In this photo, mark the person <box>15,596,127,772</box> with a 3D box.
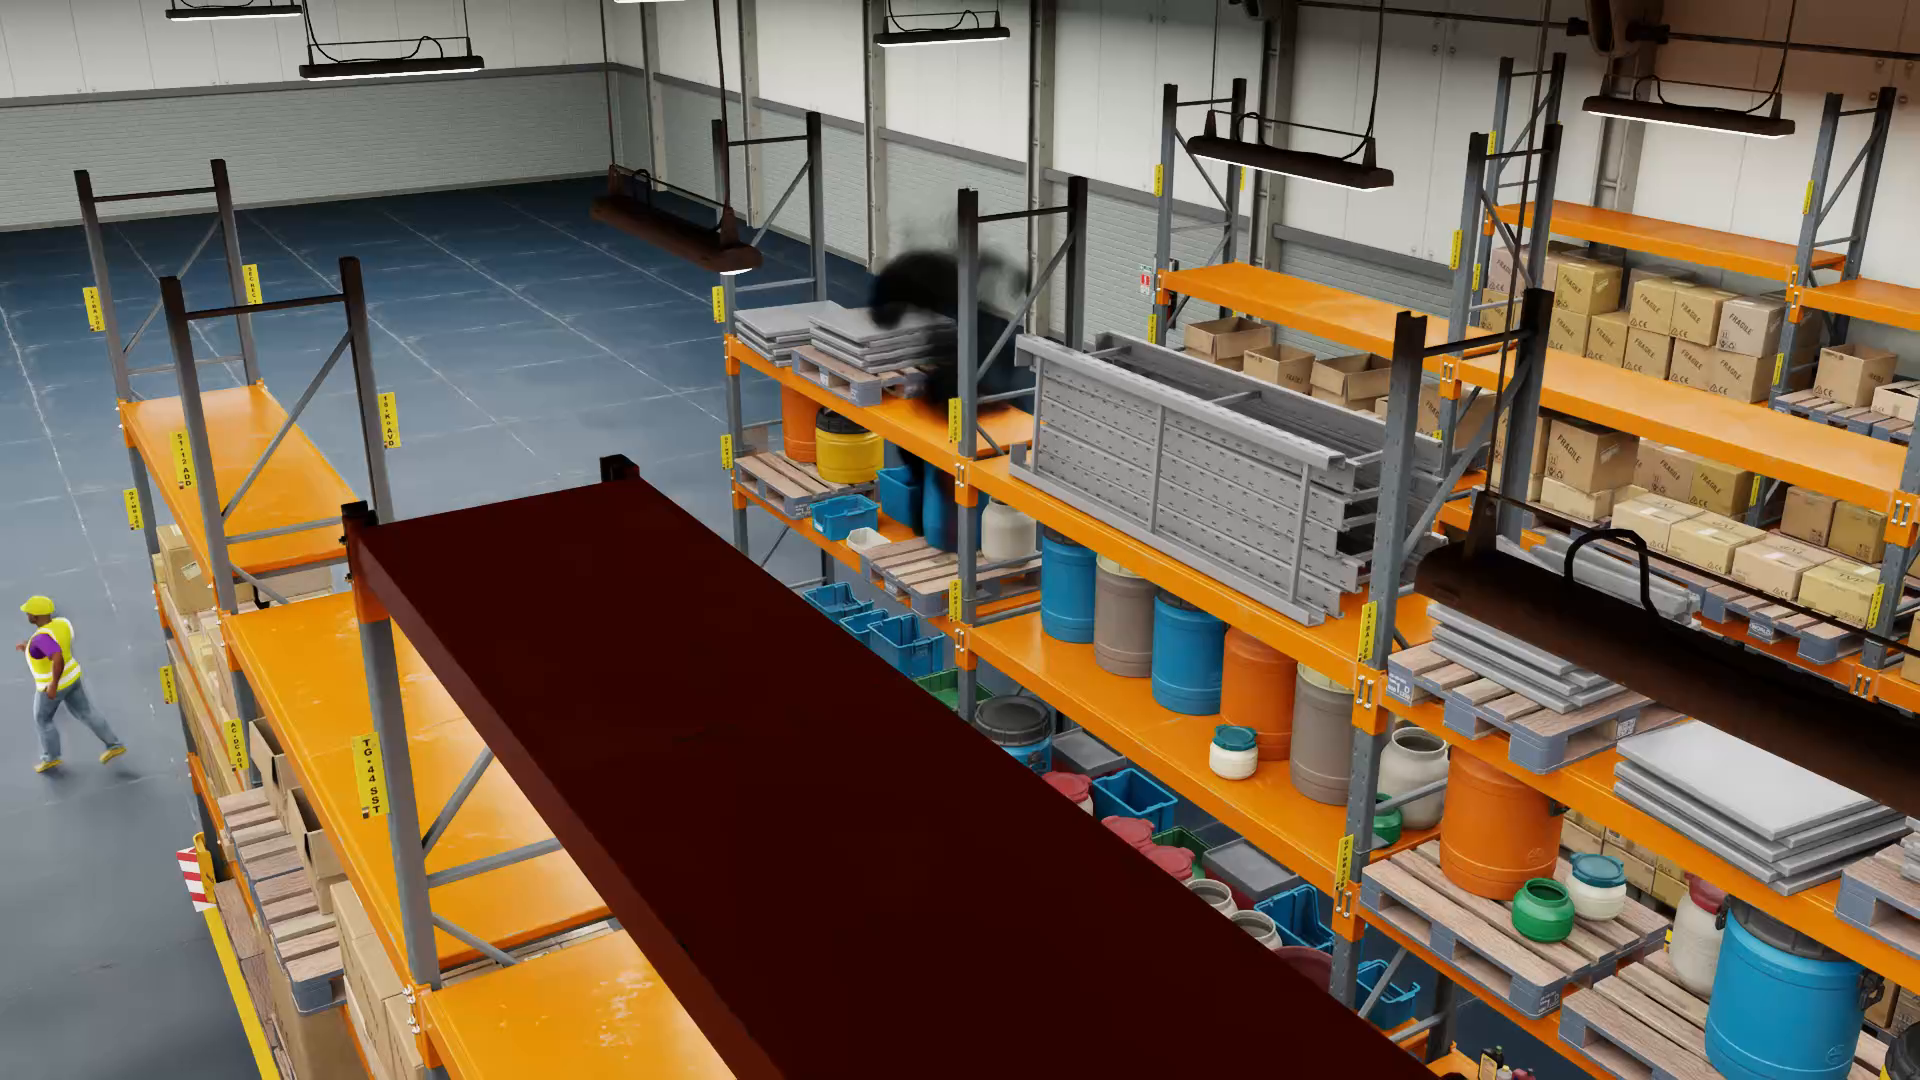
[{"bbox_3d":[-8.410,1.359,15.588,0.890,1.806,0.681,2,22,6],"label":"person"}]
